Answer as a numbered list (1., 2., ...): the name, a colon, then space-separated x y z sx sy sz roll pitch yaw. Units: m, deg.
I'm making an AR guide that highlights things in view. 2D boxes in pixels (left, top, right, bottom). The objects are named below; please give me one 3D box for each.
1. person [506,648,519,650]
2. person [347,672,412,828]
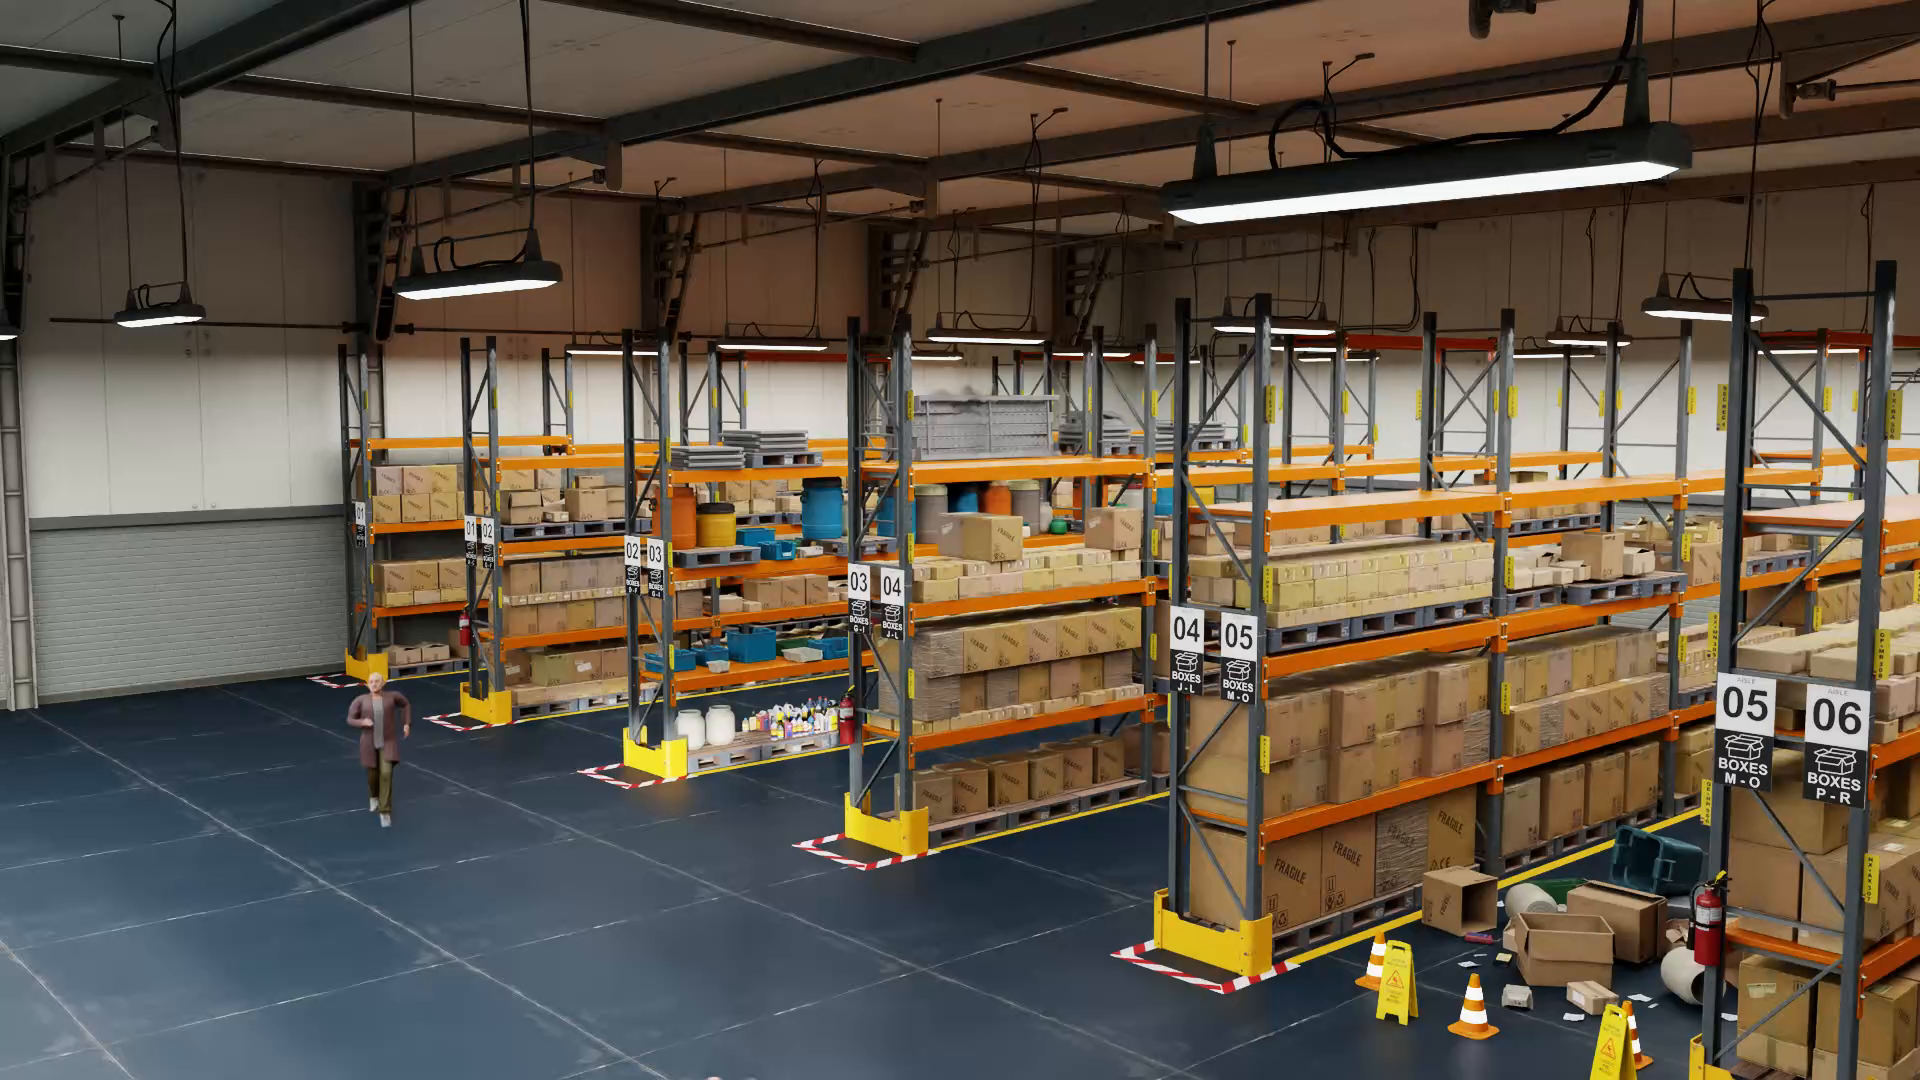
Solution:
1. person: -7.618 1.816 28.204 0.539 1.592 0.854 4 6 36
2. person: -6.977 2.471 19.989 0.731 1.758 1.115 -1 5 -14
